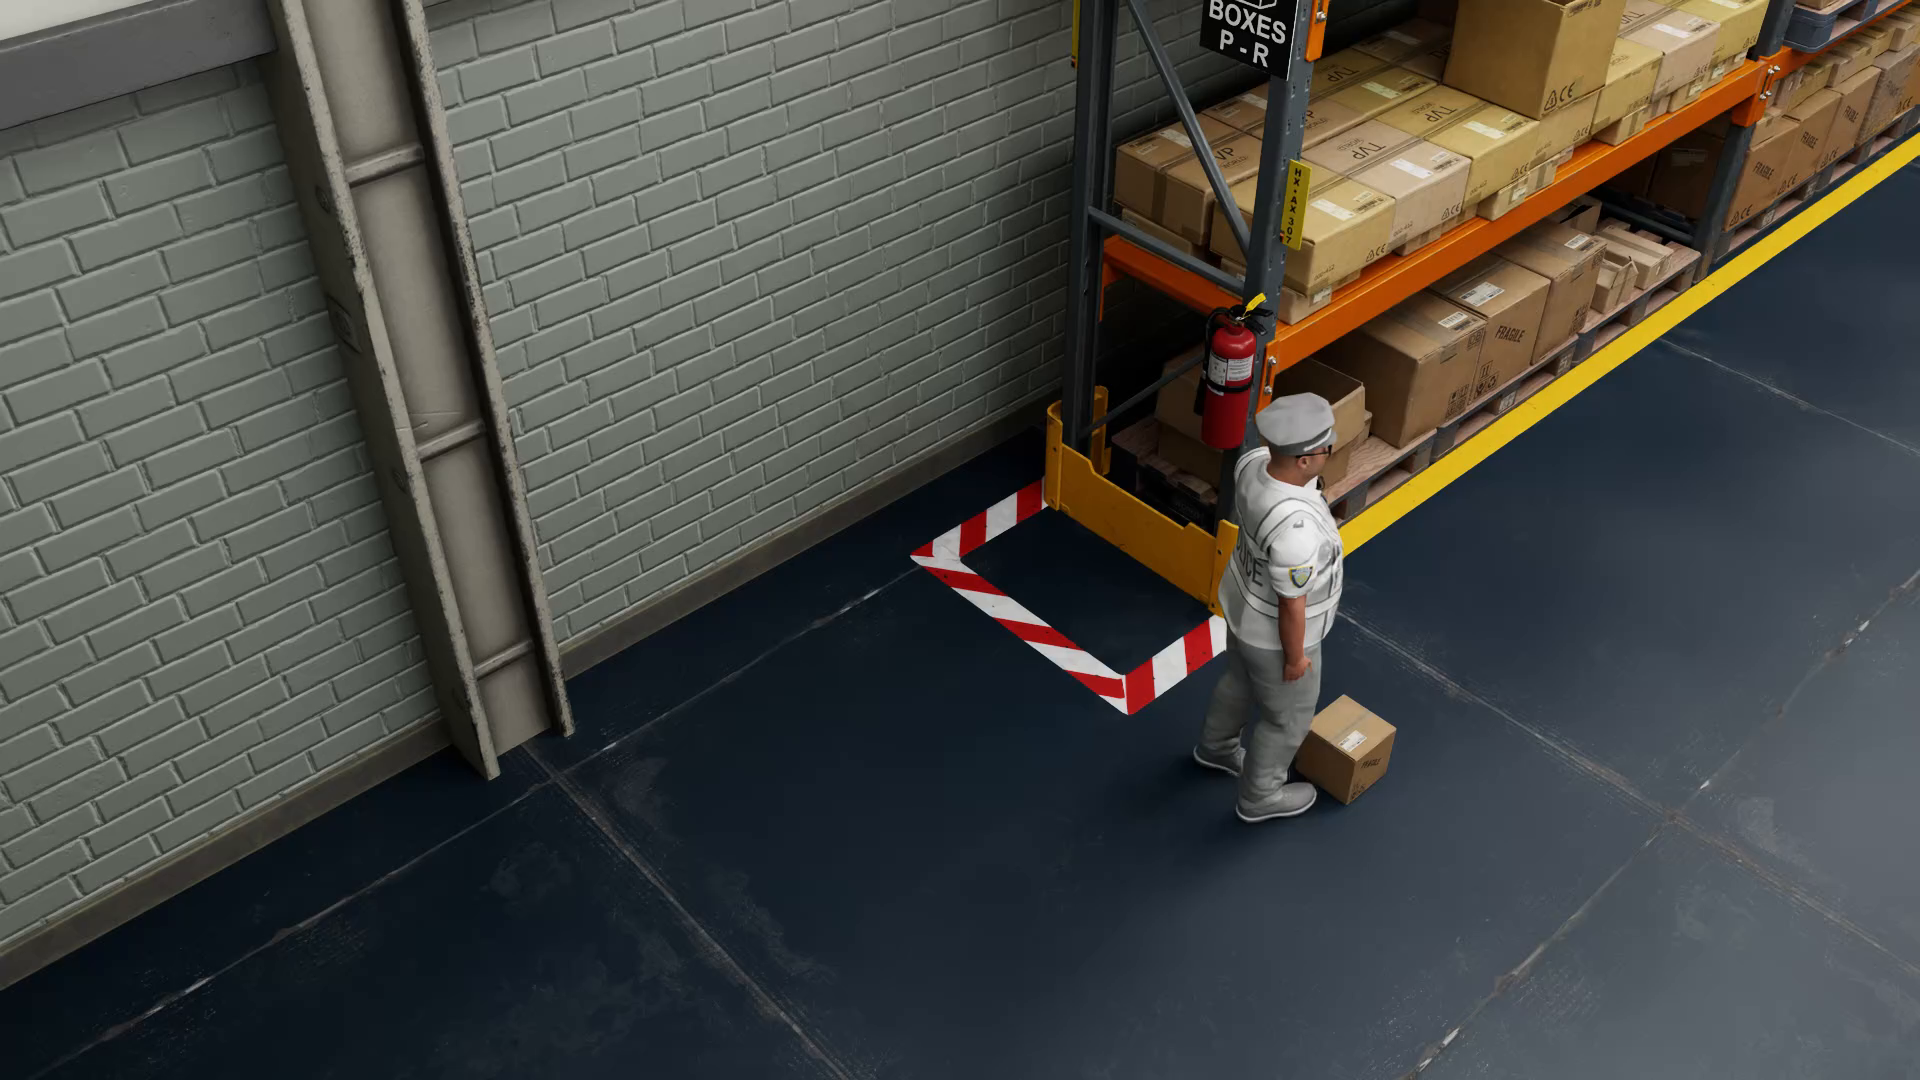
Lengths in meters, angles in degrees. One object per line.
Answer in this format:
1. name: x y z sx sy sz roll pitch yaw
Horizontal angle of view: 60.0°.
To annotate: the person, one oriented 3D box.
1. person: 1.127 0.258 5.842 0.421 1.777 0.530 -5 40 -6
